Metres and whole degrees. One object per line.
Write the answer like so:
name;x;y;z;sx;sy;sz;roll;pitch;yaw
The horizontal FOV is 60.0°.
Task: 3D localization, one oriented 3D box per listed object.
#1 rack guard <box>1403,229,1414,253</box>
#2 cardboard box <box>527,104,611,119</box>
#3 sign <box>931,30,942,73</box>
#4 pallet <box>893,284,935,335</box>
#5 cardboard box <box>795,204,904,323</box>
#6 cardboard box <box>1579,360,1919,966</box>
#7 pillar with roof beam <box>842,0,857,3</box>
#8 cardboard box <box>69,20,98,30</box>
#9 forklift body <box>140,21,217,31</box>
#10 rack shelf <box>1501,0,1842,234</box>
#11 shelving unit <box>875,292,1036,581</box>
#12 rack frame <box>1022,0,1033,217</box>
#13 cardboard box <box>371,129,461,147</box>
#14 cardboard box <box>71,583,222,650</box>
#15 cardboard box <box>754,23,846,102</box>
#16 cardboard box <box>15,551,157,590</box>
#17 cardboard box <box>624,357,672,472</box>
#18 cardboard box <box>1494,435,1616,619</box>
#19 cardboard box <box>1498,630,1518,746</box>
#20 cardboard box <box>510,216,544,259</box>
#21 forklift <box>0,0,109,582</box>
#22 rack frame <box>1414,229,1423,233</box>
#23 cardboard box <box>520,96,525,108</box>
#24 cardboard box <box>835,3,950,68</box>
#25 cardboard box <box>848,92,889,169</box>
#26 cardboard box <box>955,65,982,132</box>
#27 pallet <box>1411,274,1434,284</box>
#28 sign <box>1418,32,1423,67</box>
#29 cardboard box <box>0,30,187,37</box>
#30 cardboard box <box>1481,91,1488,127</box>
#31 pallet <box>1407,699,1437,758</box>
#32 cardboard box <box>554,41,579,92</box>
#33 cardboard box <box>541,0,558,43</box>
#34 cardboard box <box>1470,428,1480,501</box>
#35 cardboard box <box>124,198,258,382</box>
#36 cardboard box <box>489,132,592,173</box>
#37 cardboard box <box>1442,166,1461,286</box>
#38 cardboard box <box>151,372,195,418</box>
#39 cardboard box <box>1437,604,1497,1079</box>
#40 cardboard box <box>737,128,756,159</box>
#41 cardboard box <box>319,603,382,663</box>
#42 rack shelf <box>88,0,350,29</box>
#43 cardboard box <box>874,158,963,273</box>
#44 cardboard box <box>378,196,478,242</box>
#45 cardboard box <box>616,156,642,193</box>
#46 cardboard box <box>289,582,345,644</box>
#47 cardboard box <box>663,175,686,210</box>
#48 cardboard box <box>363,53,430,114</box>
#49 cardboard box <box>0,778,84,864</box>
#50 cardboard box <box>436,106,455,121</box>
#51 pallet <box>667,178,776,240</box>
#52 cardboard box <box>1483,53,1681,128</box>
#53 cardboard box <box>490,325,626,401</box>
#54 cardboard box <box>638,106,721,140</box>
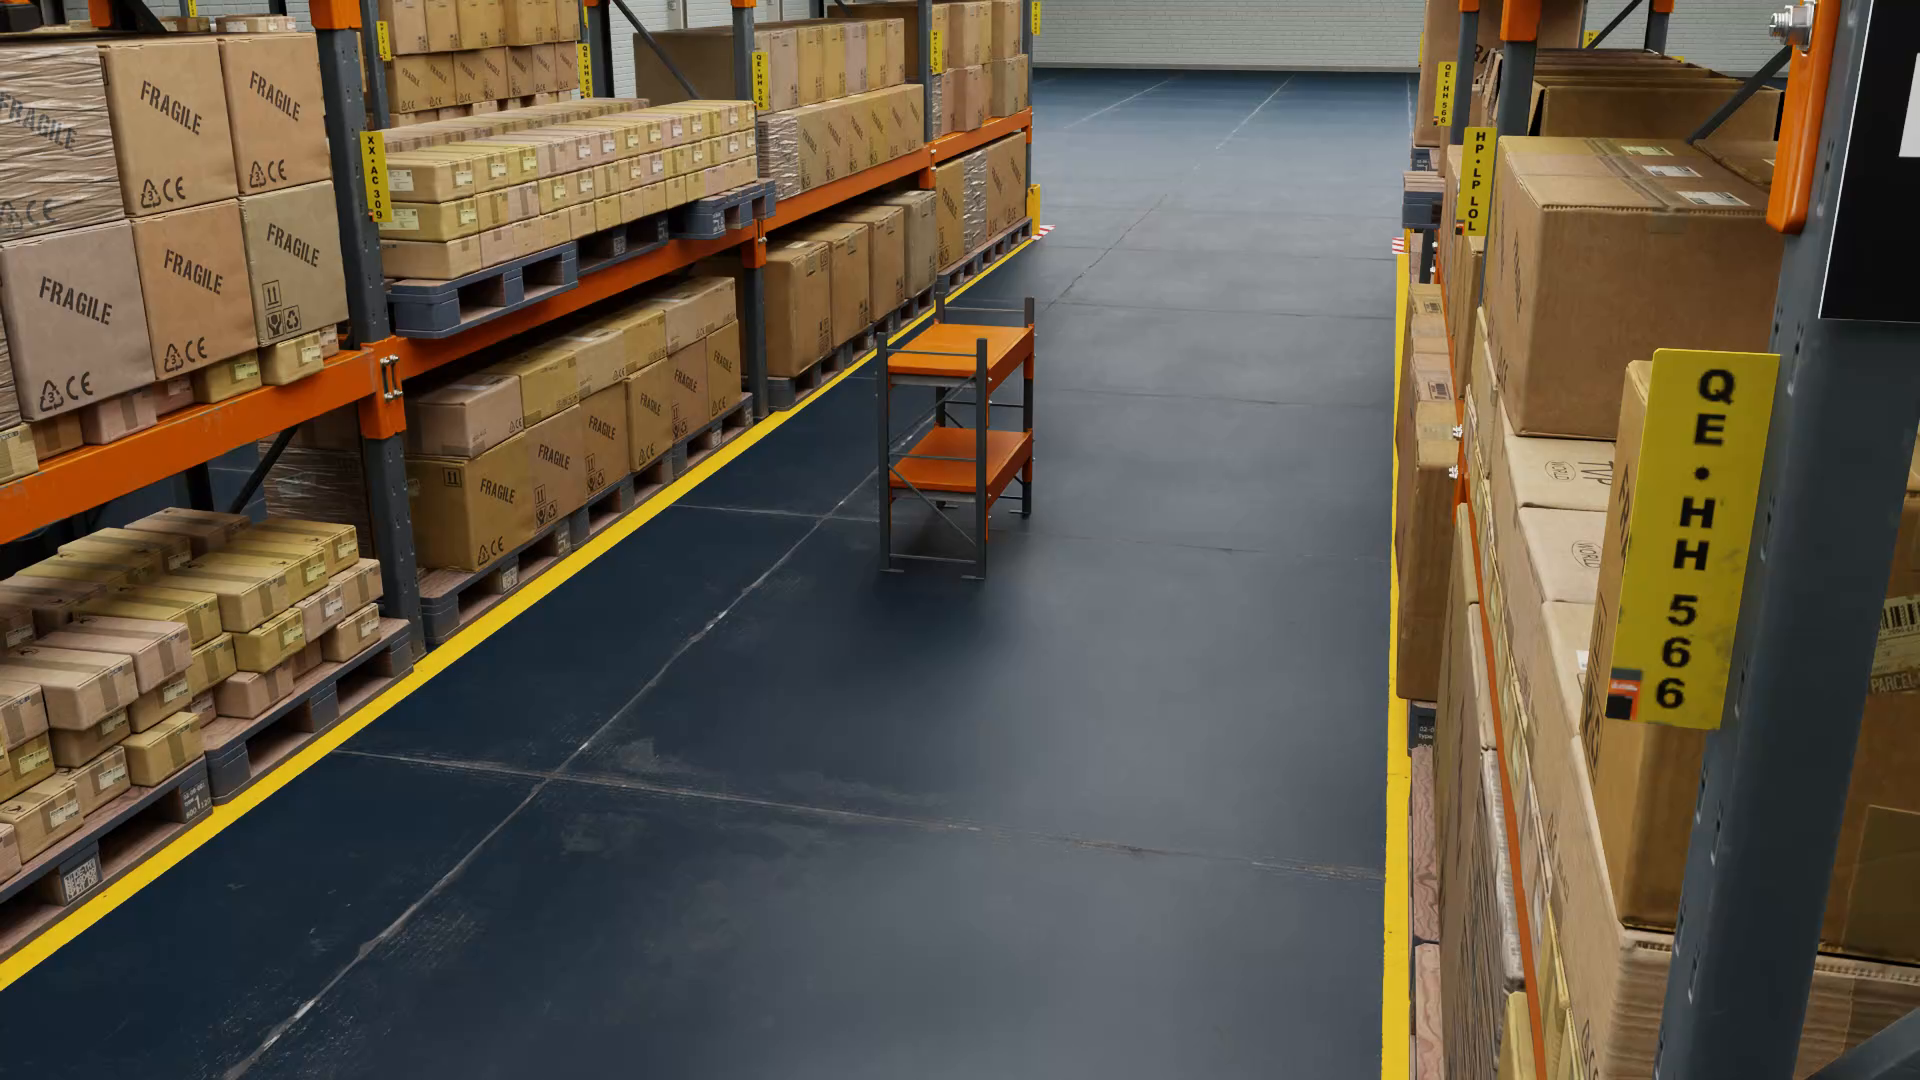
rack guard;5.020;-3.097;16.480;1.175;0.500;0.348;5;19;13
cardboard box;-2.129;-2.290;9.070;0.380;0.149;0.250;5;19;13
sign;-0.195;-3.944;13.424;0.100;0.325;0.005;5;19;13
pallet;-0.839;-1.906;13.440;1.003;0.211;1.213;5;19;13
cardboard box;-1.028;-2.103;12.536;1.050;0.750;0.750;5;19;13
cardboard box;0.993;0.113;1.826;0.500;0.500;0.500;5;19;14
pillar with roof beam;1.075;-17.232;44.715;9.100;9.000;0.400;5;19;13
cardboard box;-6.400;-3.807;12.426;0.380;0.149;0.250;4;19;11
forklift body;-8.080;-4.337;17.557;2.313;2.155;1.214;5;19;13
rack shelf;1.618;-0.994;2.930;1.077;0.370;4.000;5;19;13
shelving unit;-0.002;-0.530;8.000;0.538;1.125;1.048;5;19;13
rack frame;0.253;-4.727;17.385;1.000;3.000;0.127;5;19;13
cardboard box;-2.512;-1.792;7.613;0.380;0.149;0.250;4;19;12
cardboard box;-2.730;0.272;5.590;0.380;0.149;0.250;5;20;15
cardboard box;-1.212;-3.359;11.681;0.700;0.500;0.500;4;19;13
cardboard box;-3.102;0.160;5.920;0.380;0.149;0.250;4;19;13
cardboard box;-1.852;-0.679;8.751;0.500;0.500;0.500;4;19;11
cardboard box;1.362;-0.013;3.357;0.500;0.250;0.500;5;19;13
cardboard box;1.208;0.291;3.083;0.380;0.149;0.250;5;19;14
cardboard box;-2.009;-1.298;7.086;0.380;0.149;0.250;5;19;14
forklift;-4.974;-1.508;8.068;1.130;2.935;3.031;-6;20;-17
rack frame;5.038;-4.303;16.146;1.000;3.000;0.127;5;19;13
cardboard box;-4.725;-4.514;17.151;0.380;0.149;0.250;5;19;14
cardboard box;-0.579;-4.349;14.378;0.875;0.550;0.550;5;19;13
cardboard box;-0.839;-3.019;12.231;0.500;0.500;0.500;5;19;14
cardboard box;-0.287;-3.995;15.010;0.875;0.550;0.550;5;19;13
pallet;4.191;-1.943;13.550;1.003;0.211;1.213;5;19;13
sign;4.512;-4.756;16.131;0.100;0.325;0.005;5;19;13
cardboard box;-3.025;-1.505;5.790;0.500;0.500;0.500;5;20;15
cardboard box;3.177;-2.214;9.225;0.500;0.500;0.500;2;19;7
pallet;2.222;0.530;6.310;1.003;0.211;1.213;5;19;13
cardboard box;-4.437;-5.082;17.811;0.500;0.500;0.500;4;19;12
cardboard box;-4.615;-5.412;17.229;0.700;0.500;0.500;5;19;14
cardboard box;1.584;-0.192;4.497;0.380;0.149;0.250;5;20;15
cardboard box;-2.651;-0.817;5.324;0.500;0.500;0.500;4;19;12
cardboard box;-1.883;-1.740;7.461;0.380;0.149;0.250;4;19;13
cardboard box;2.456;-1.390;7.461;0.500;0.500;0.500;4;19;12
cardboard box;-2.731;-0.495;5.384;0.380;0.149;0.250;4;19;12
cardboard box;1.648;0.747;3.997;0.875;0.875;0.875;5;19;13
cardboard box;-1.380;-2.249;9.410;0.380;0.149;0.250;5;20;15
cardboard box;-2.444;0.335;6.328;0.380;0.149;0.250;5;19;14
rack shelf;-3.167;-1.418;4.170;1.077;0.370;4.000;5;19;13
cardboard box;-0.502;-2.858;14.551;0.875;0.875;0.875;5;19;14
cardboard box;-2.136;-1.273;6.553;0.380;0.149;0.250;5;19;14
cardboard box;-1.756;-1.764;7.989;0.380;0.149;0.250;4;19;12
cardboard box;-2.501;0.254;6.105;0.380;0.149;0.250;4;19;11
cardboard box;-1.629;-1.788;8.519;0.380;0.149;0.250;4;19;11
cardboard box;-5.171;-4.136;15.042;0.500;0.500;0.500;5;19;13
cardboard box;-2.852;0.814;4.925;0.380;0.149;0.250;5;19;13
cardboard box;-5.020;-4.030;15.736;0.380;0.149;0.250;5;20;15
pallet;-1.772;-1.897;9.397;1.213;0.211;1.003;5;19;13
cardboard box;2.728;-1.886;7.362;0.797;0.503;0.637;5;20;15
cardboard box;-1.985;-0.874;8.162;0.500;0.250;0.500;5;20;15
cardboard box;-1.504;-2.230;8.895;0.380;0.149;0.250;5;20;15
